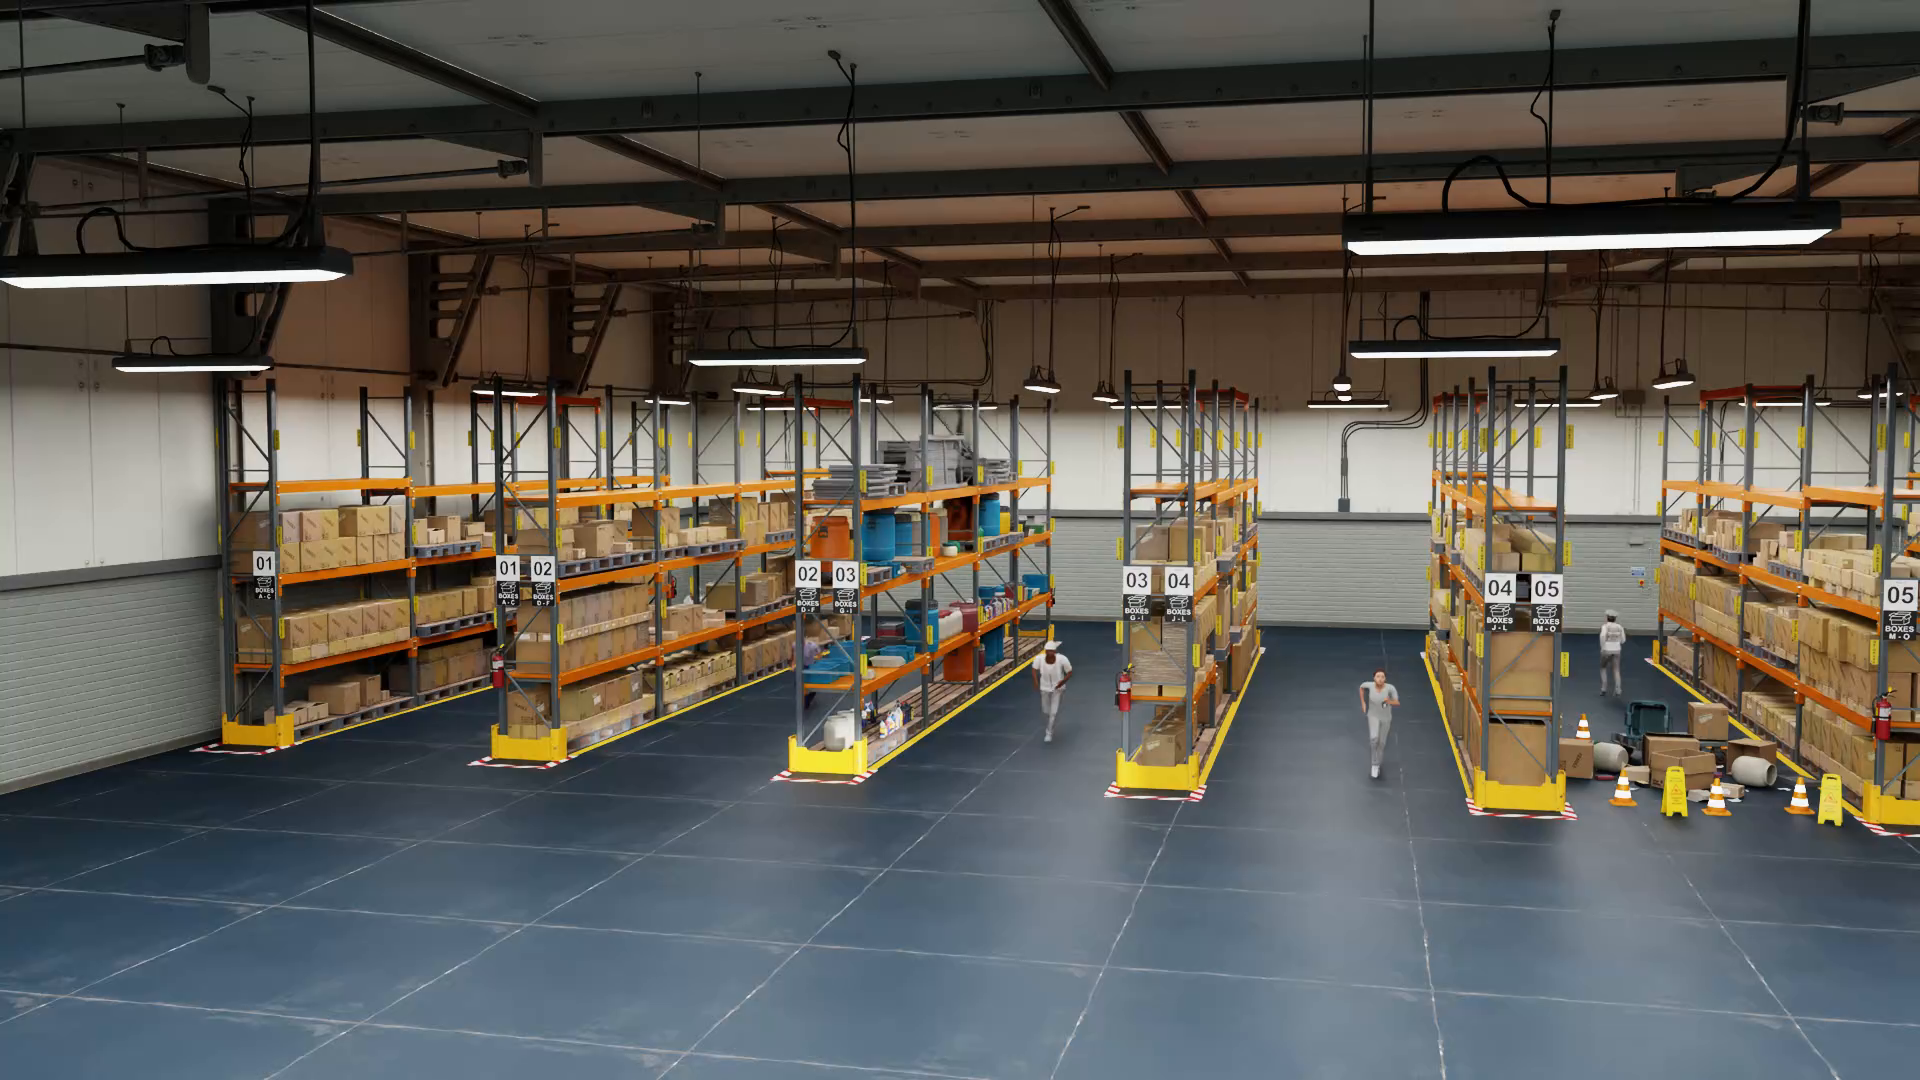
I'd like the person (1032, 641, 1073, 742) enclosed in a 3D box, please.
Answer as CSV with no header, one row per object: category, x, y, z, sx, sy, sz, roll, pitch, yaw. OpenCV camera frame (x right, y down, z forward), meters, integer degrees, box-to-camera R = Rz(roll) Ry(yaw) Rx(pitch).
person,1.542,2.511,27.794,0.695,1.691,0.814,0,3,8

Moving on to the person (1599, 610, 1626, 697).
person,12.636,2.229,32.260,0.552,1.735,0.778,0,3,8

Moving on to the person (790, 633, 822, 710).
person,-2.839,2.416,31.073,0.613,1.492,0.942,1,3,11

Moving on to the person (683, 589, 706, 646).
person,-6.188,1.896,38.852,0.596,1.597,0.671,0,3,7

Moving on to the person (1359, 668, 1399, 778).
person,6.239,2.693,24.781,0.558,1.628,0.872,1,3,8
